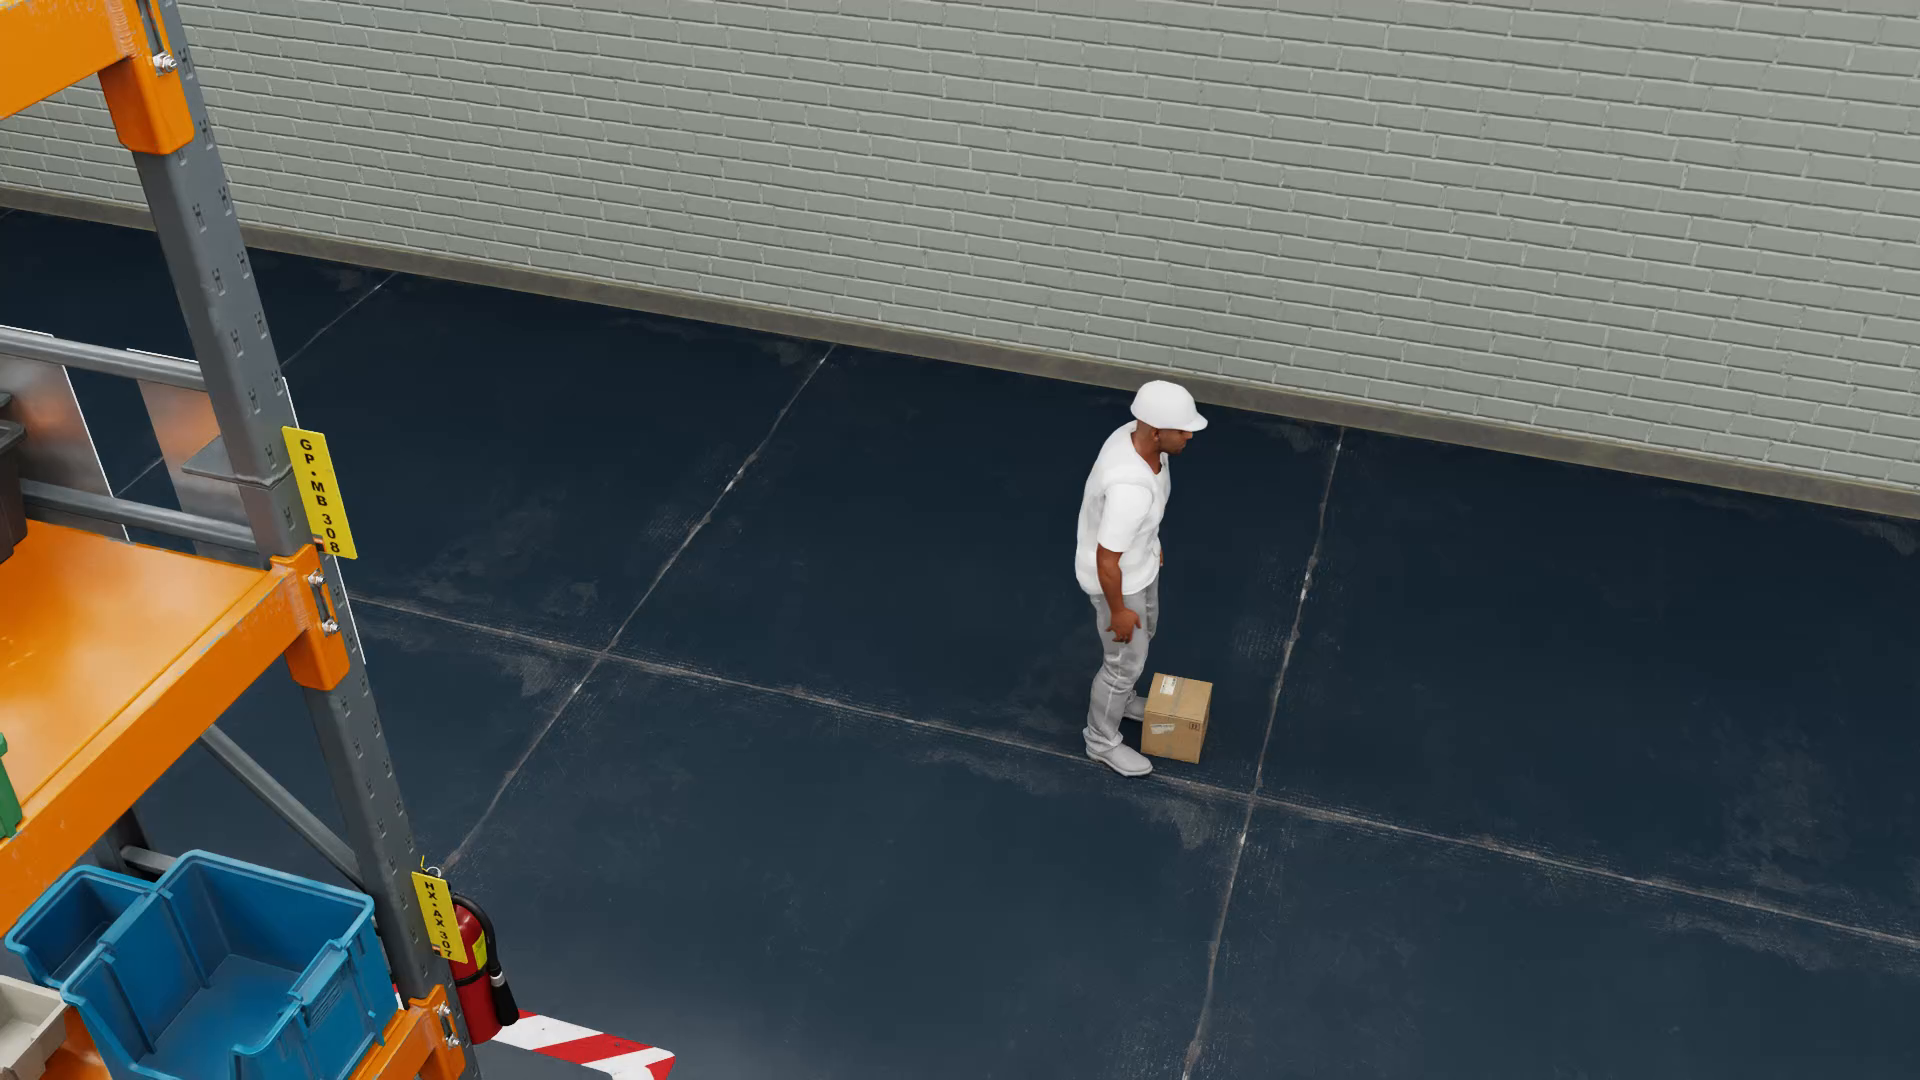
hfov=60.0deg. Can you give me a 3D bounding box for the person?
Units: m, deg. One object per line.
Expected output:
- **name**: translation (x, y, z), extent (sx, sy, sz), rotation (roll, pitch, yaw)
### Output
- **person**: translation (0.699, 0.127, 6.707), extent (0.459, 1.760, 0.625), rotation (10, 38, 13)
